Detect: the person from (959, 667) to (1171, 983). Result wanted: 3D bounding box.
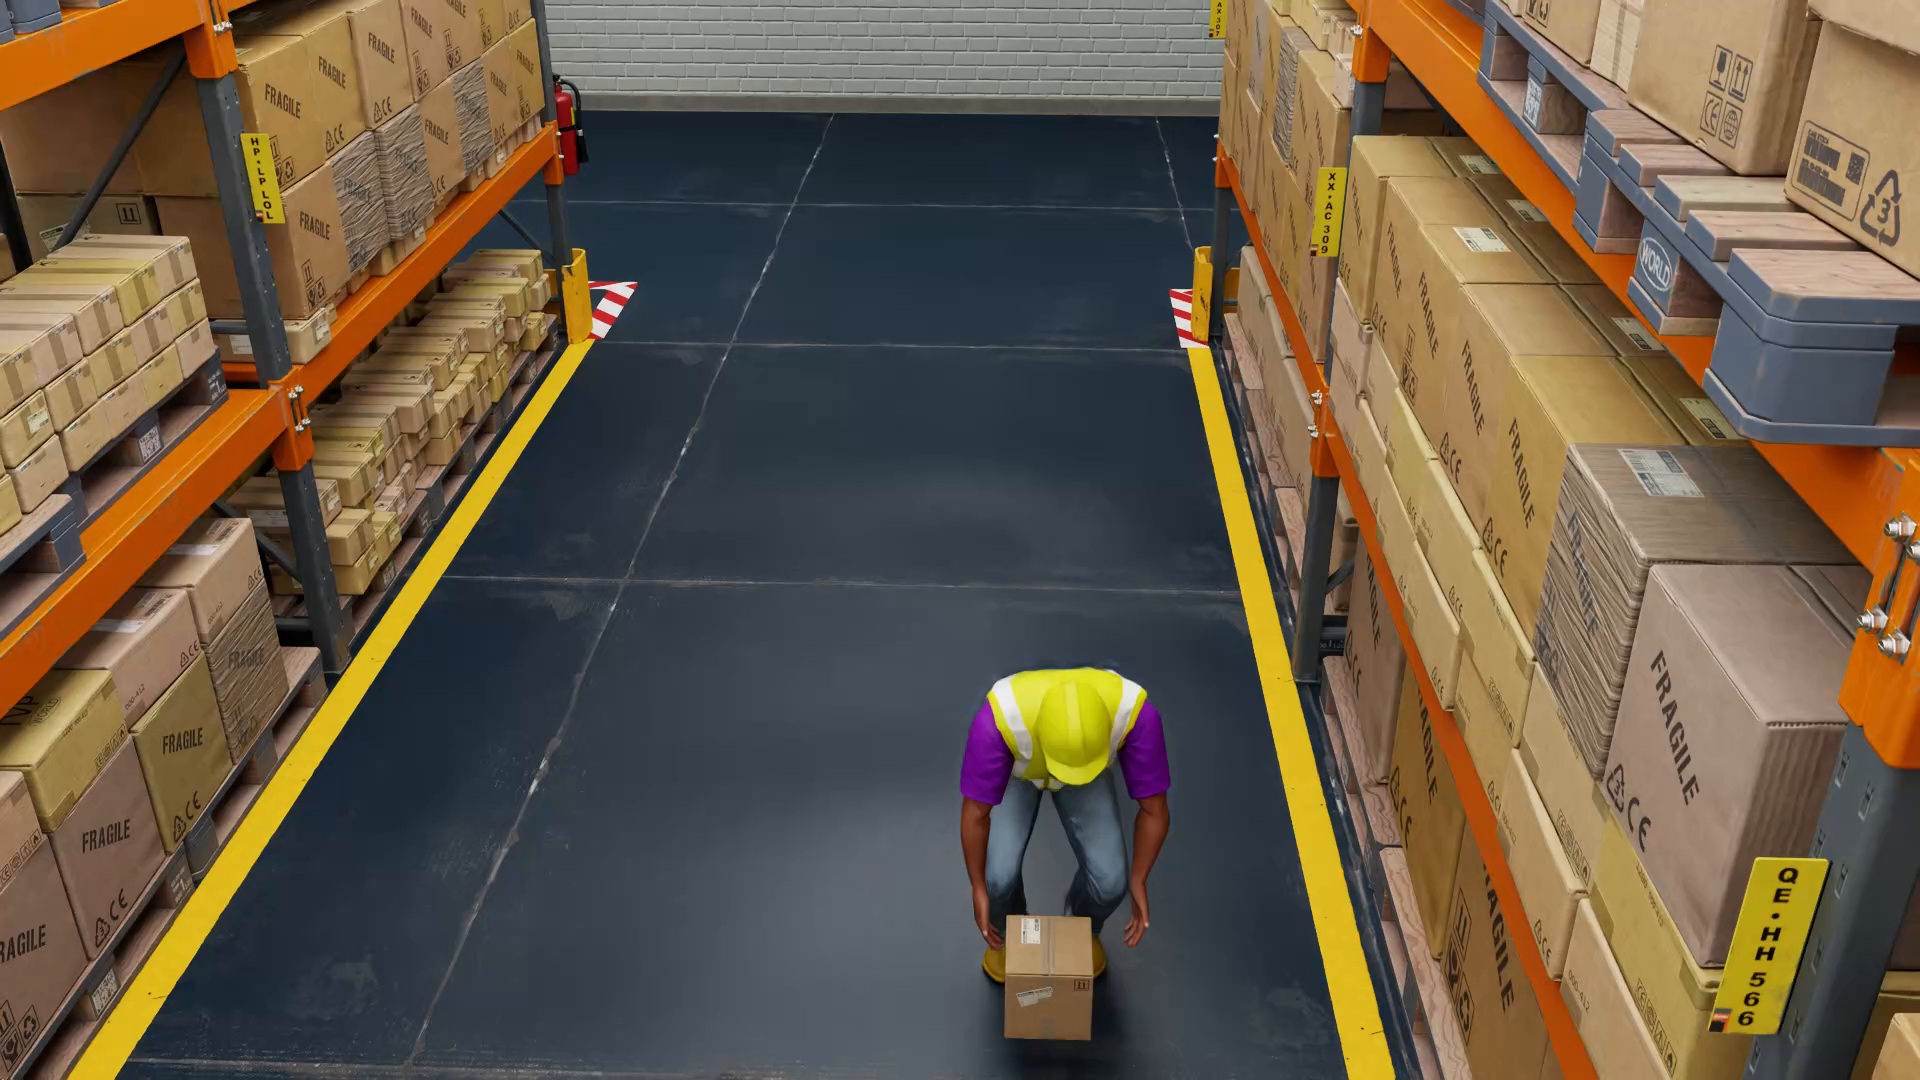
[{"bbox_3d":[0.315,0.818,5.090,0.626,1.260,0.822,1,28,2],"label":"person"}]
